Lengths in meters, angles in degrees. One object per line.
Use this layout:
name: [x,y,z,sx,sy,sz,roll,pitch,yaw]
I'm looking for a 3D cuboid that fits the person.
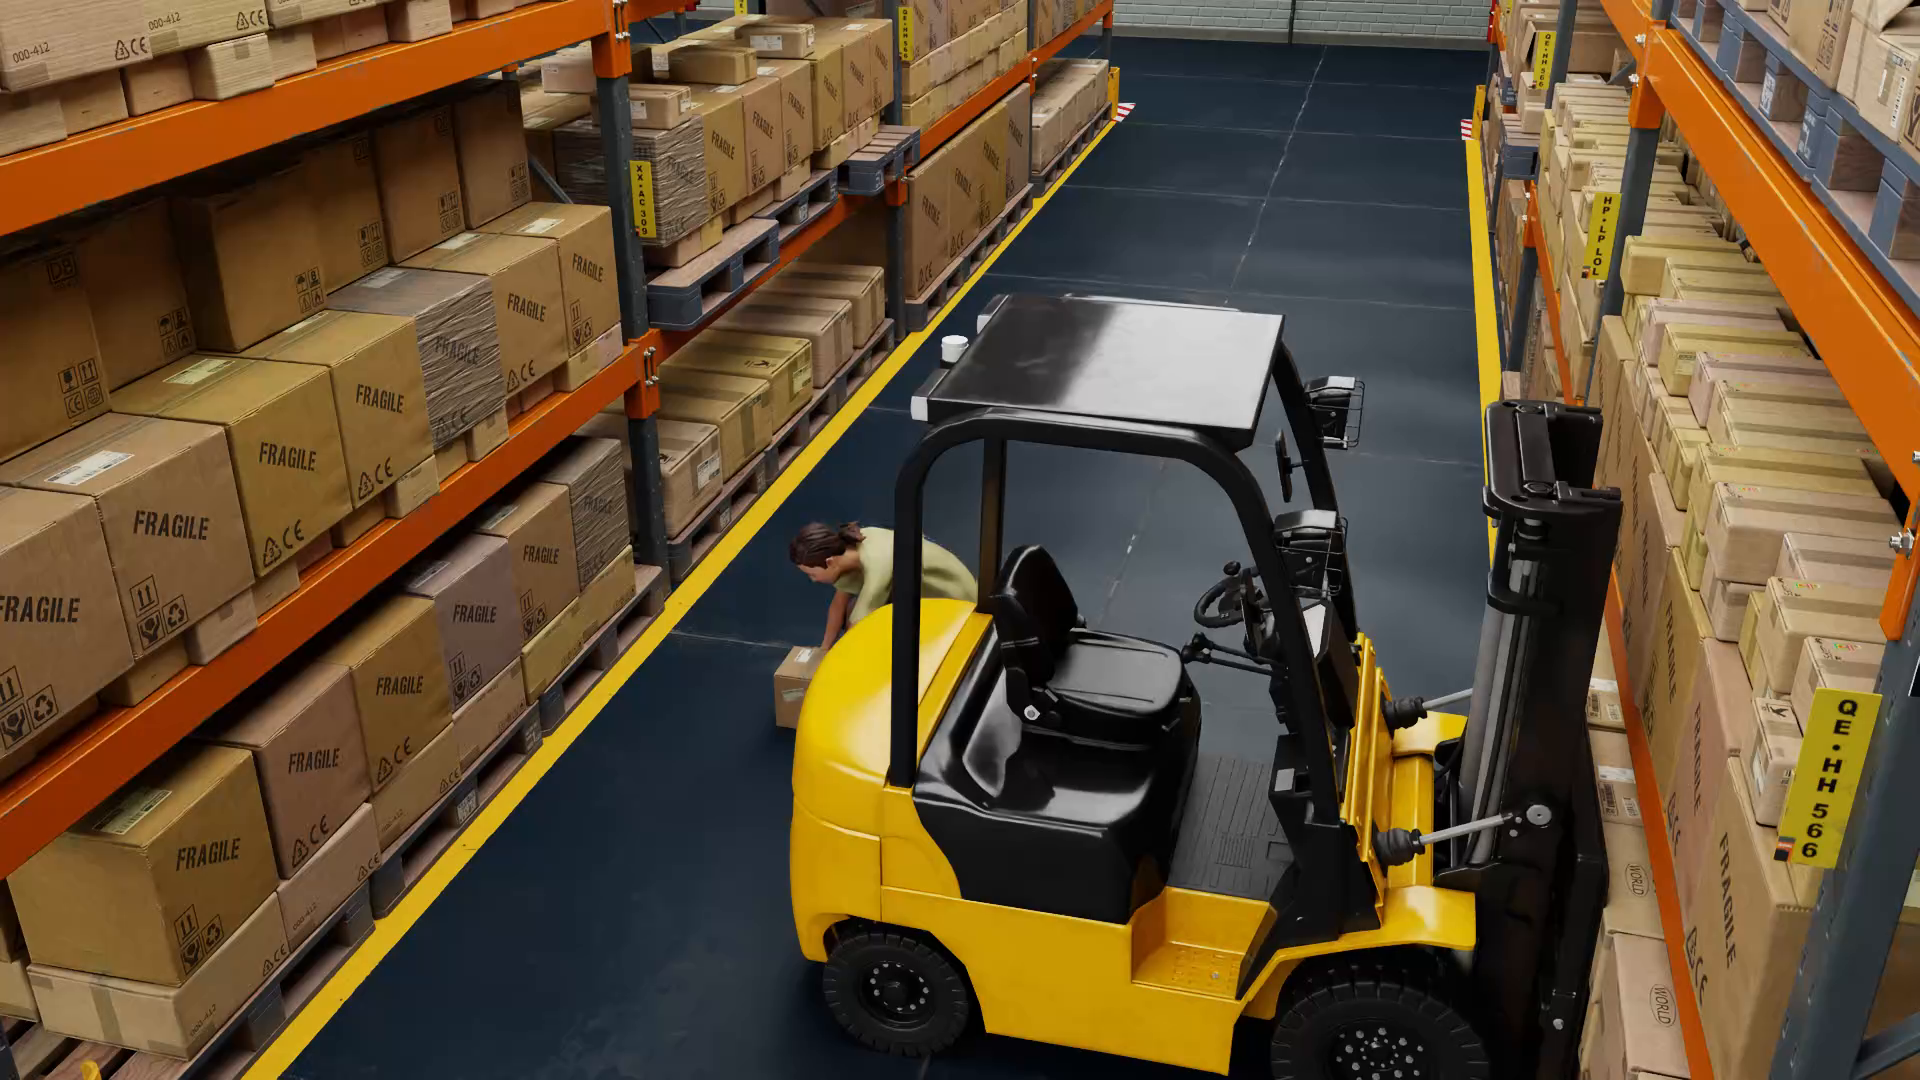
person: [-0.301,0.305,6.863,0.796,0.911,0.491,-7,26,-13]
